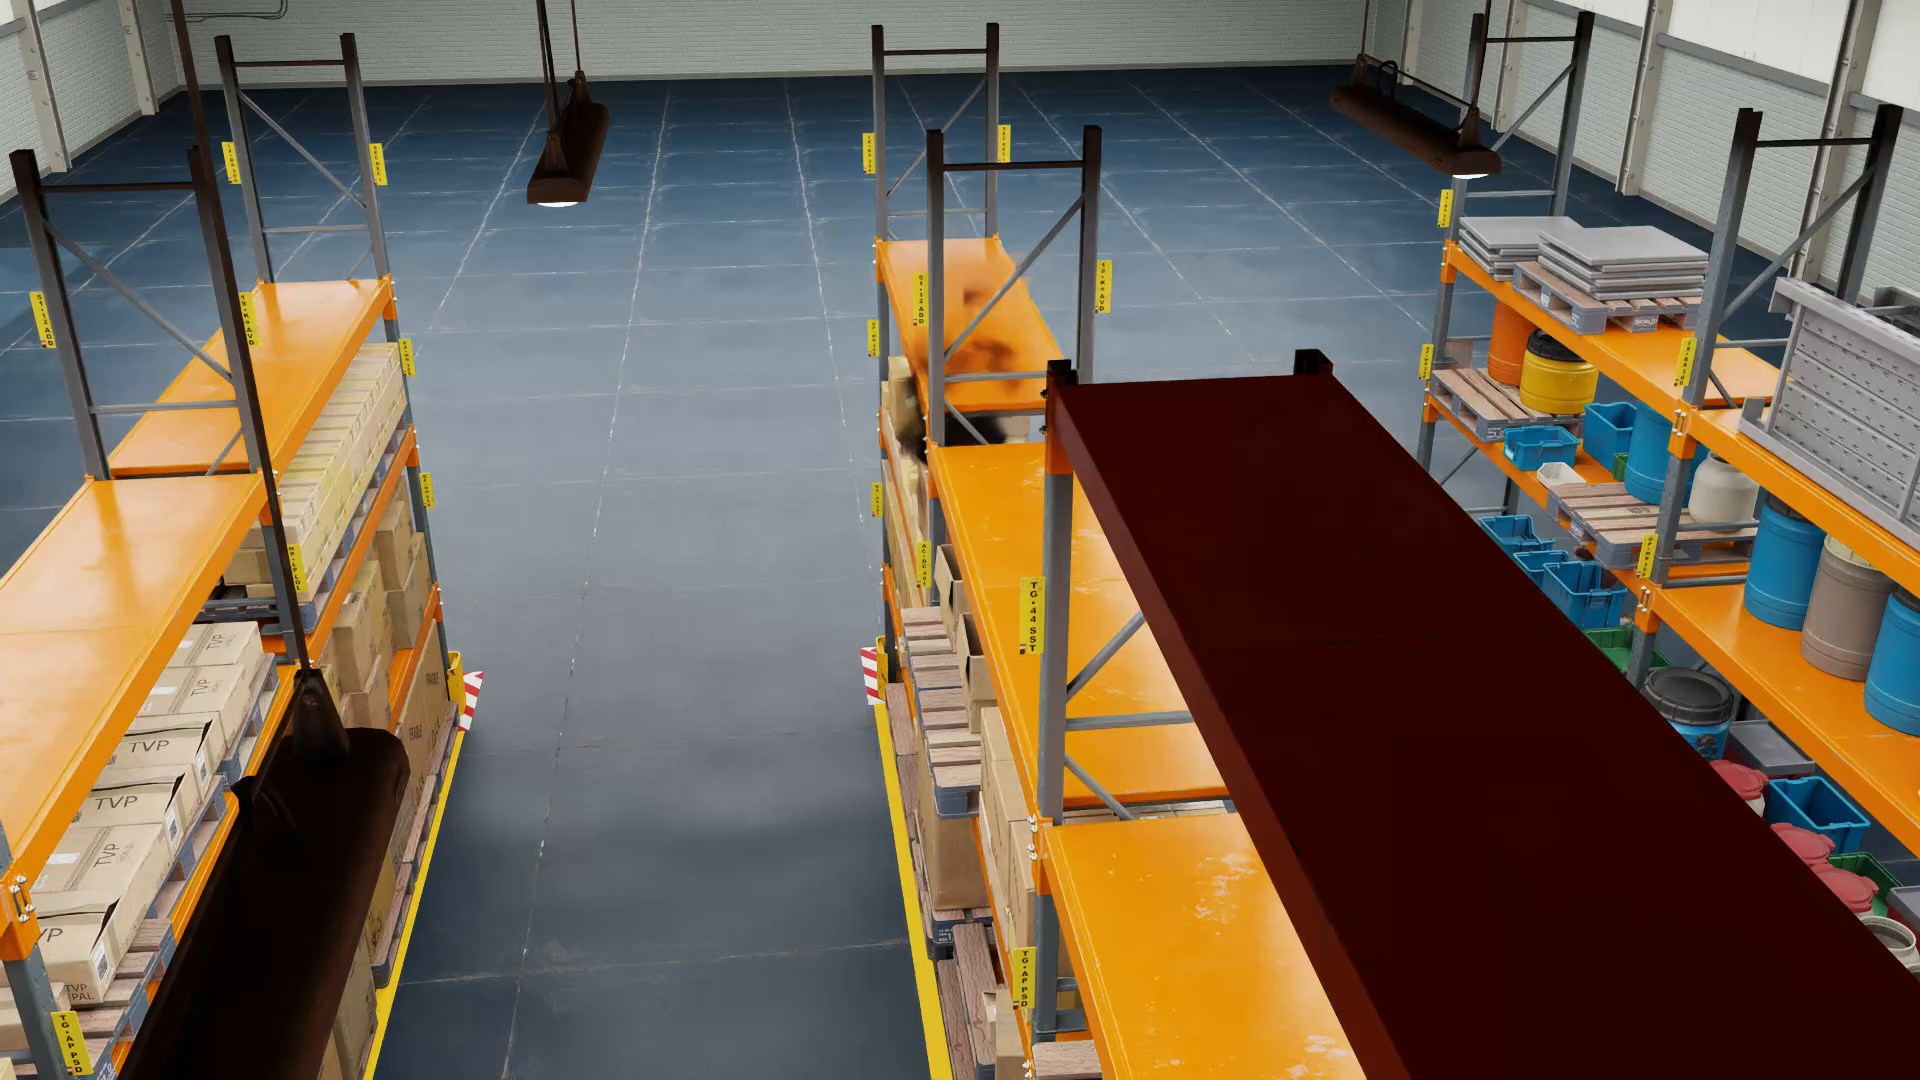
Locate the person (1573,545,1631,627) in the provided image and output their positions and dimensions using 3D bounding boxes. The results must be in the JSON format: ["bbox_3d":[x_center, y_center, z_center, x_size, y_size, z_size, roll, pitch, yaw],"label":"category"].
[{"bbox_3d":[6.178,0.281,15.929,0.709,1.737,0.640,-8,27,-17],"label":"person"}]
